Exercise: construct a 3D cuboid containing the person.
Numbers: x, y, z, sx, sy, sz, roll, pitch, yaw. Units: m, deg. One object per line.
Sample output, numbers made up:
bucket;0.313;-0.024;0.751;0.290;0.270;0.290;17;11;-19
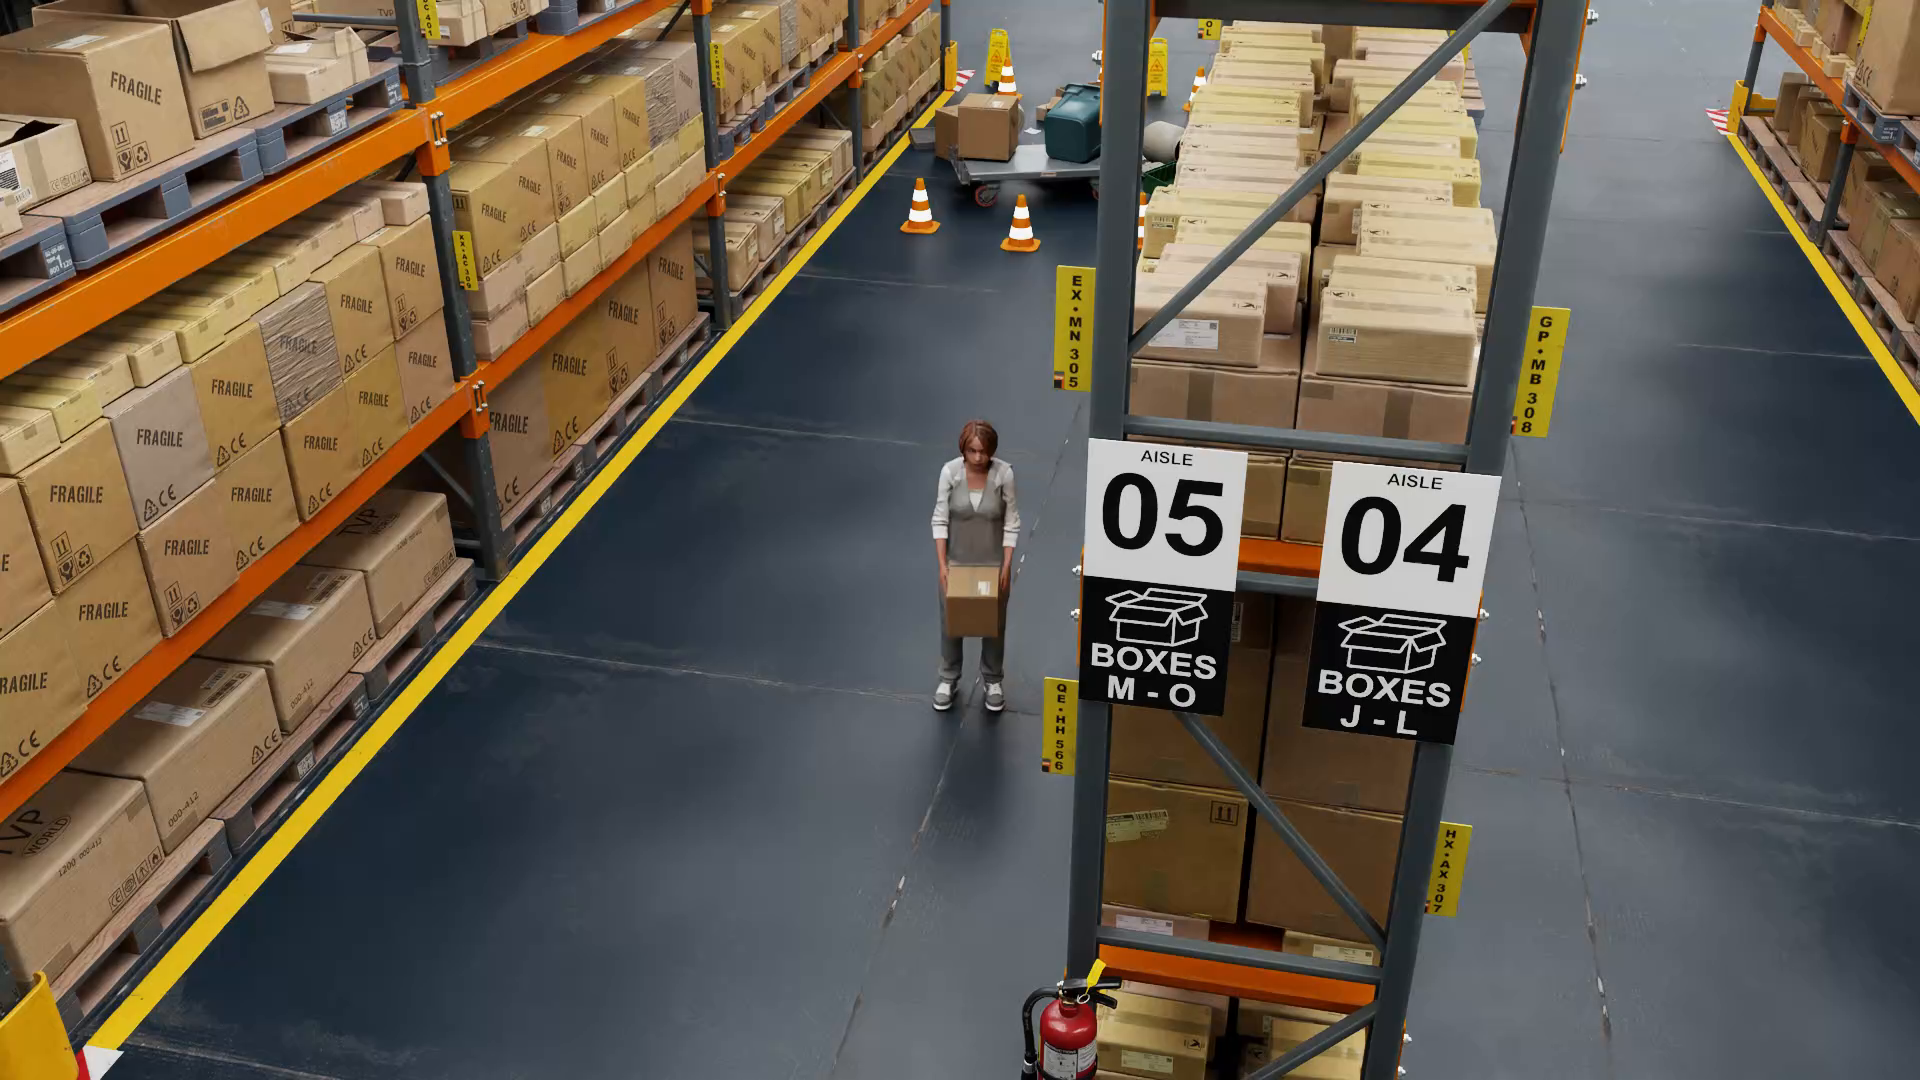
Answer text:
person;0.078;0.136;8.364;0.444;1.602;0.384;1;29;2
